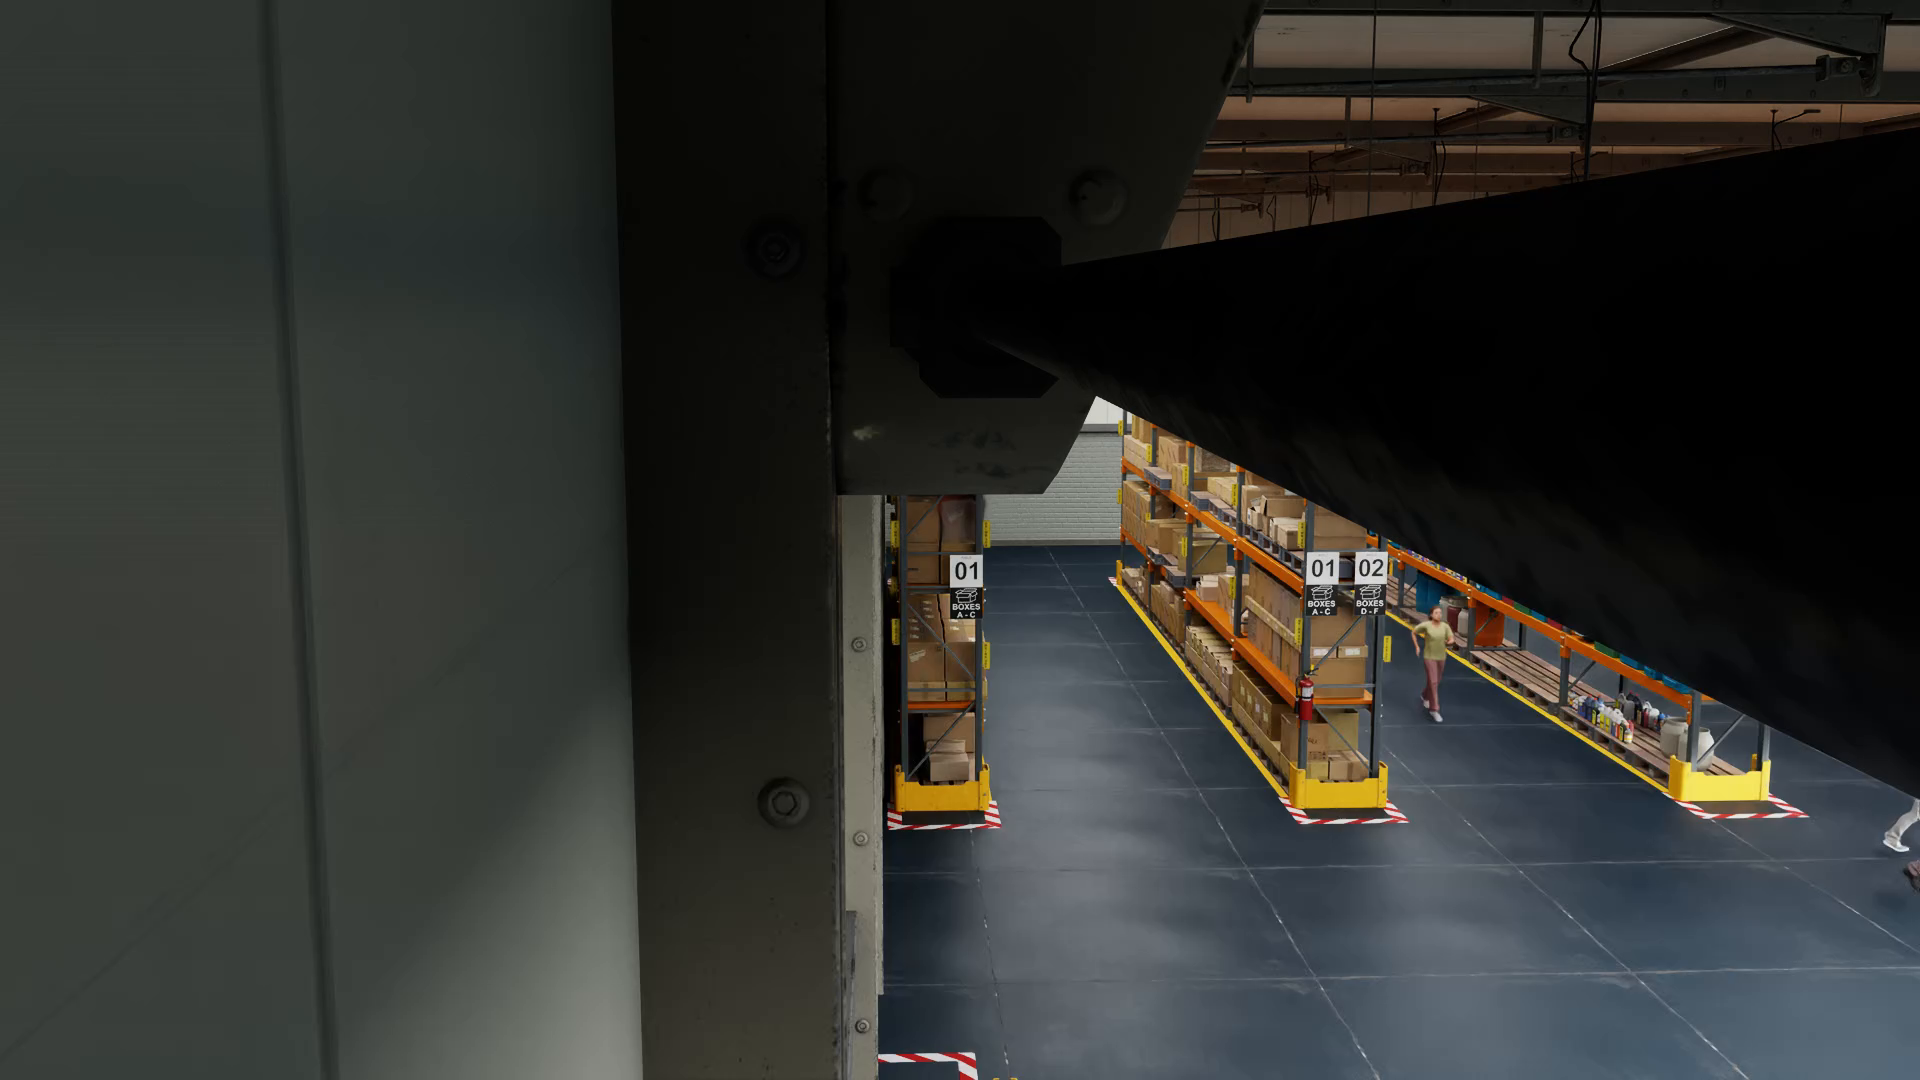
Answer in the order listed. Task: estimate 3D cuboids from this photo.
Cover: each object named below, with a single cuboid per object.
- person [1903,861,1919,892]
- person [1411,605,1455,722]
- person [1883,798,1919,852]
[{"bbox_3d":[10.350,2.969,17.239,0.953,1.715,0.682,3,9,22],"label":"person"},{"bbox_3d":[7.130,1.802,24.999,0.564,1.681,0.908,-1,9,-10],"label":"person"},{"bbox_3d":[10.921,2.798,18.710,0.818,1.601,0.545,6,10,36],"label":"person"}]
